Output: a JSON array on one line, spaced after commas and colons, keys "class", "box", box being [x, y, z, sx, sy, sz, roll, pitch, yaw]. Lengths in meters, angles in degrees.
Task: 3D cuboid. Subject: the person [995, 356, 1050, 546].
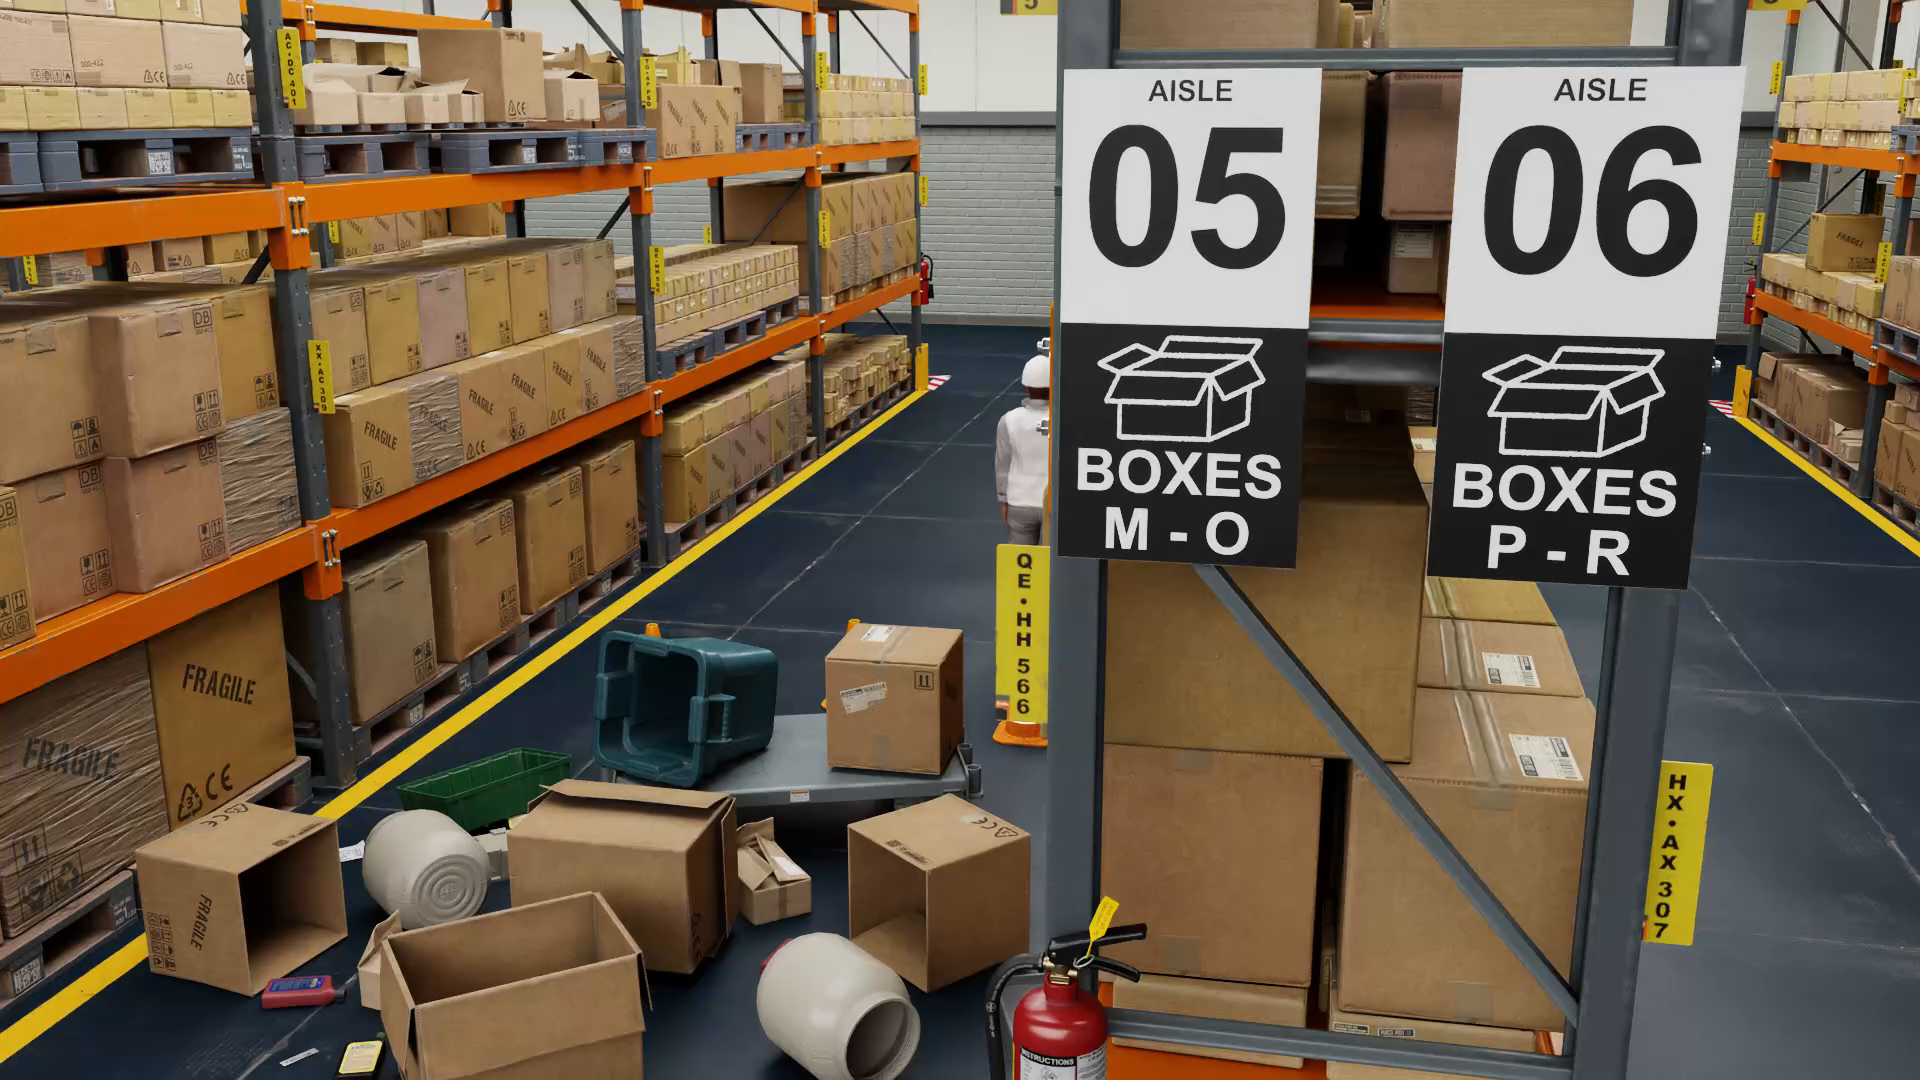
[{"class": "person", "box": [0.470, -0.193, 9.761, 0.532, 1.789, 0.359, 3, 15, 12]}]
